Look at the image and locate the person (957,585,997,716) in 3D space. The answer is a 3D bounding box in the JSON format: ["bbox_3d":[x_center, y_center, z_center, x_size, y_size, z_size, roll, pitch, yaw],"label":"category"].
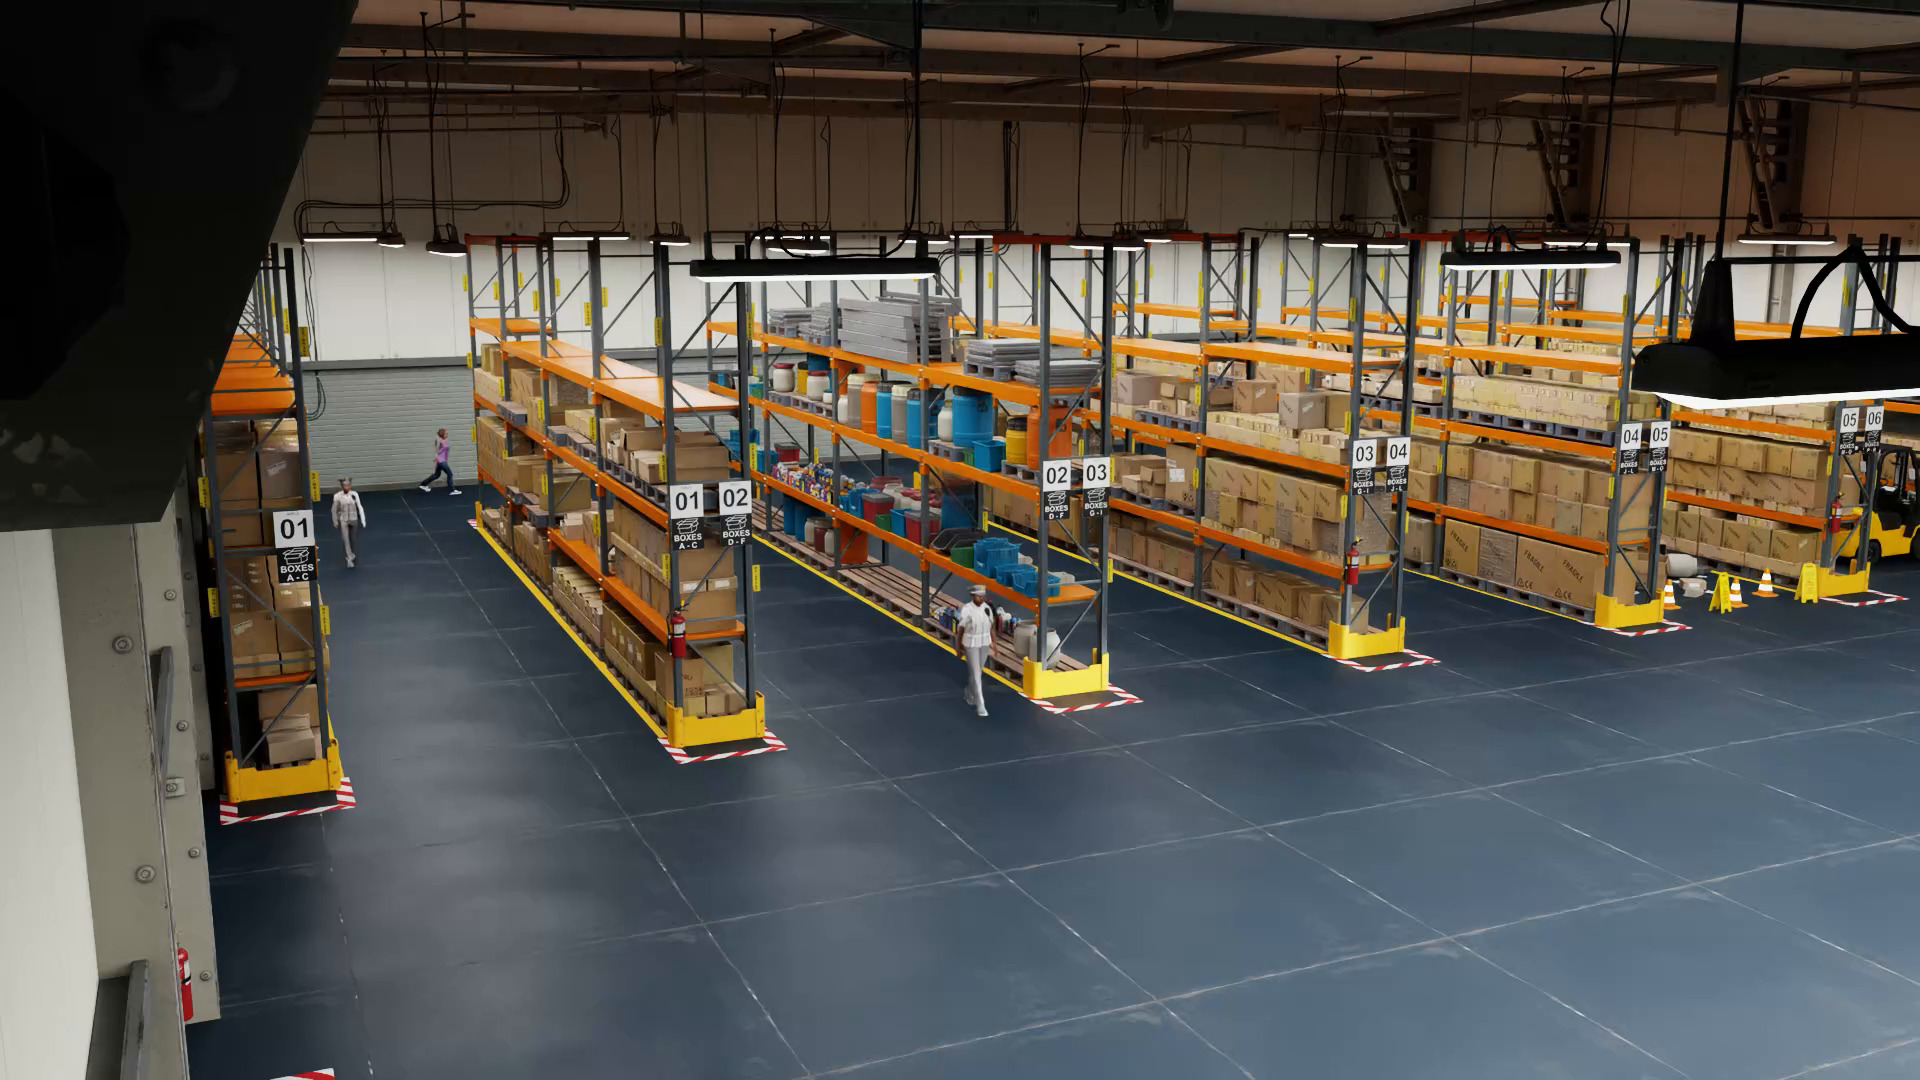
[{"bbox_3d":[0.252,1.391,21.528,0.510,1.647,0.866,-8,13,-34],"label":"person"}]

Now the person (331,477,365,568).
[{"bbox_3d":[-11.269,-0.367,30.646,0.558,1.615,1.034,-5,12,-26],"label":"person"}]

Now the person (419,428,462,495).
[{"bbox_3d":[-12.030,-1.819,38.408,0.971,1.535,0.413,-1,11,-7],"label":"person"}]
